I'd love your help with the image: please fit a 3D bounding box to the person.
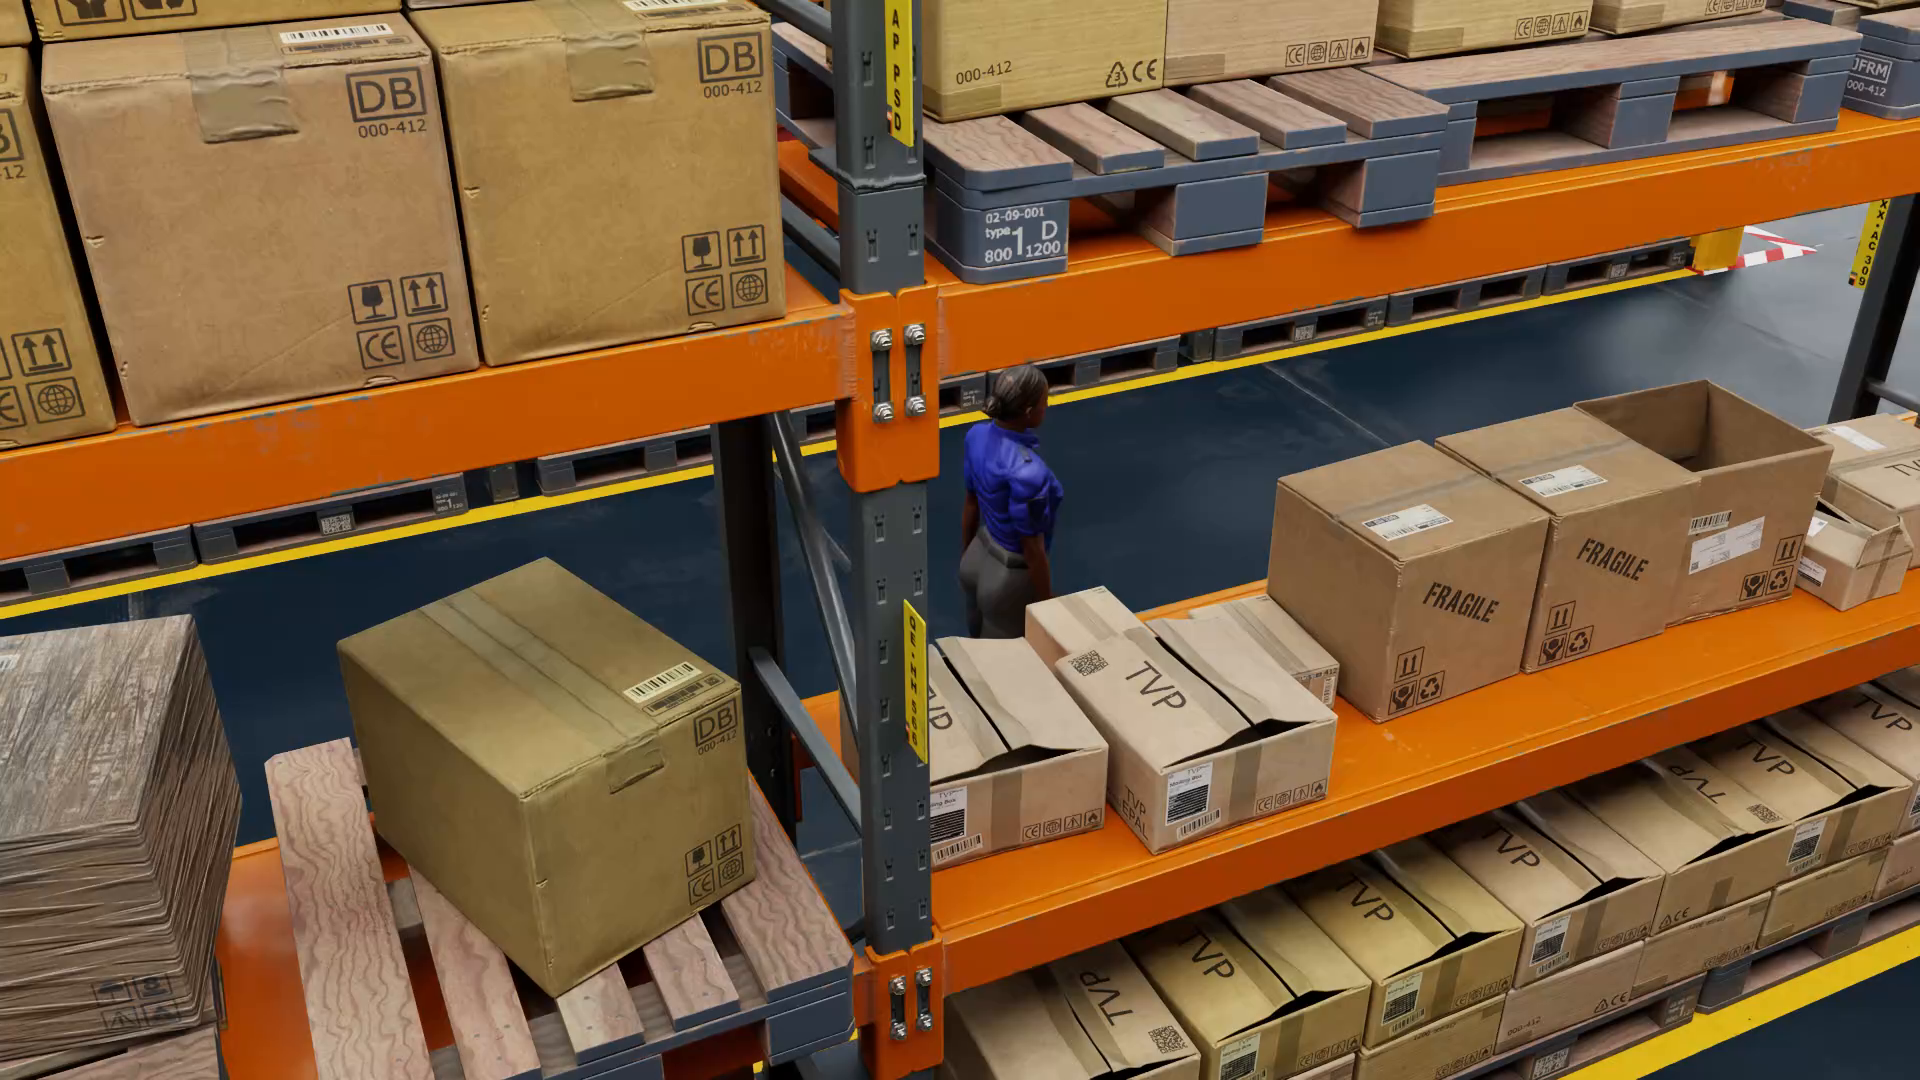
[{"bbox_3d":[0.164,0.151,5.860,0.413,1.659,0.503,-13,32,-22],"label":"person"}]
